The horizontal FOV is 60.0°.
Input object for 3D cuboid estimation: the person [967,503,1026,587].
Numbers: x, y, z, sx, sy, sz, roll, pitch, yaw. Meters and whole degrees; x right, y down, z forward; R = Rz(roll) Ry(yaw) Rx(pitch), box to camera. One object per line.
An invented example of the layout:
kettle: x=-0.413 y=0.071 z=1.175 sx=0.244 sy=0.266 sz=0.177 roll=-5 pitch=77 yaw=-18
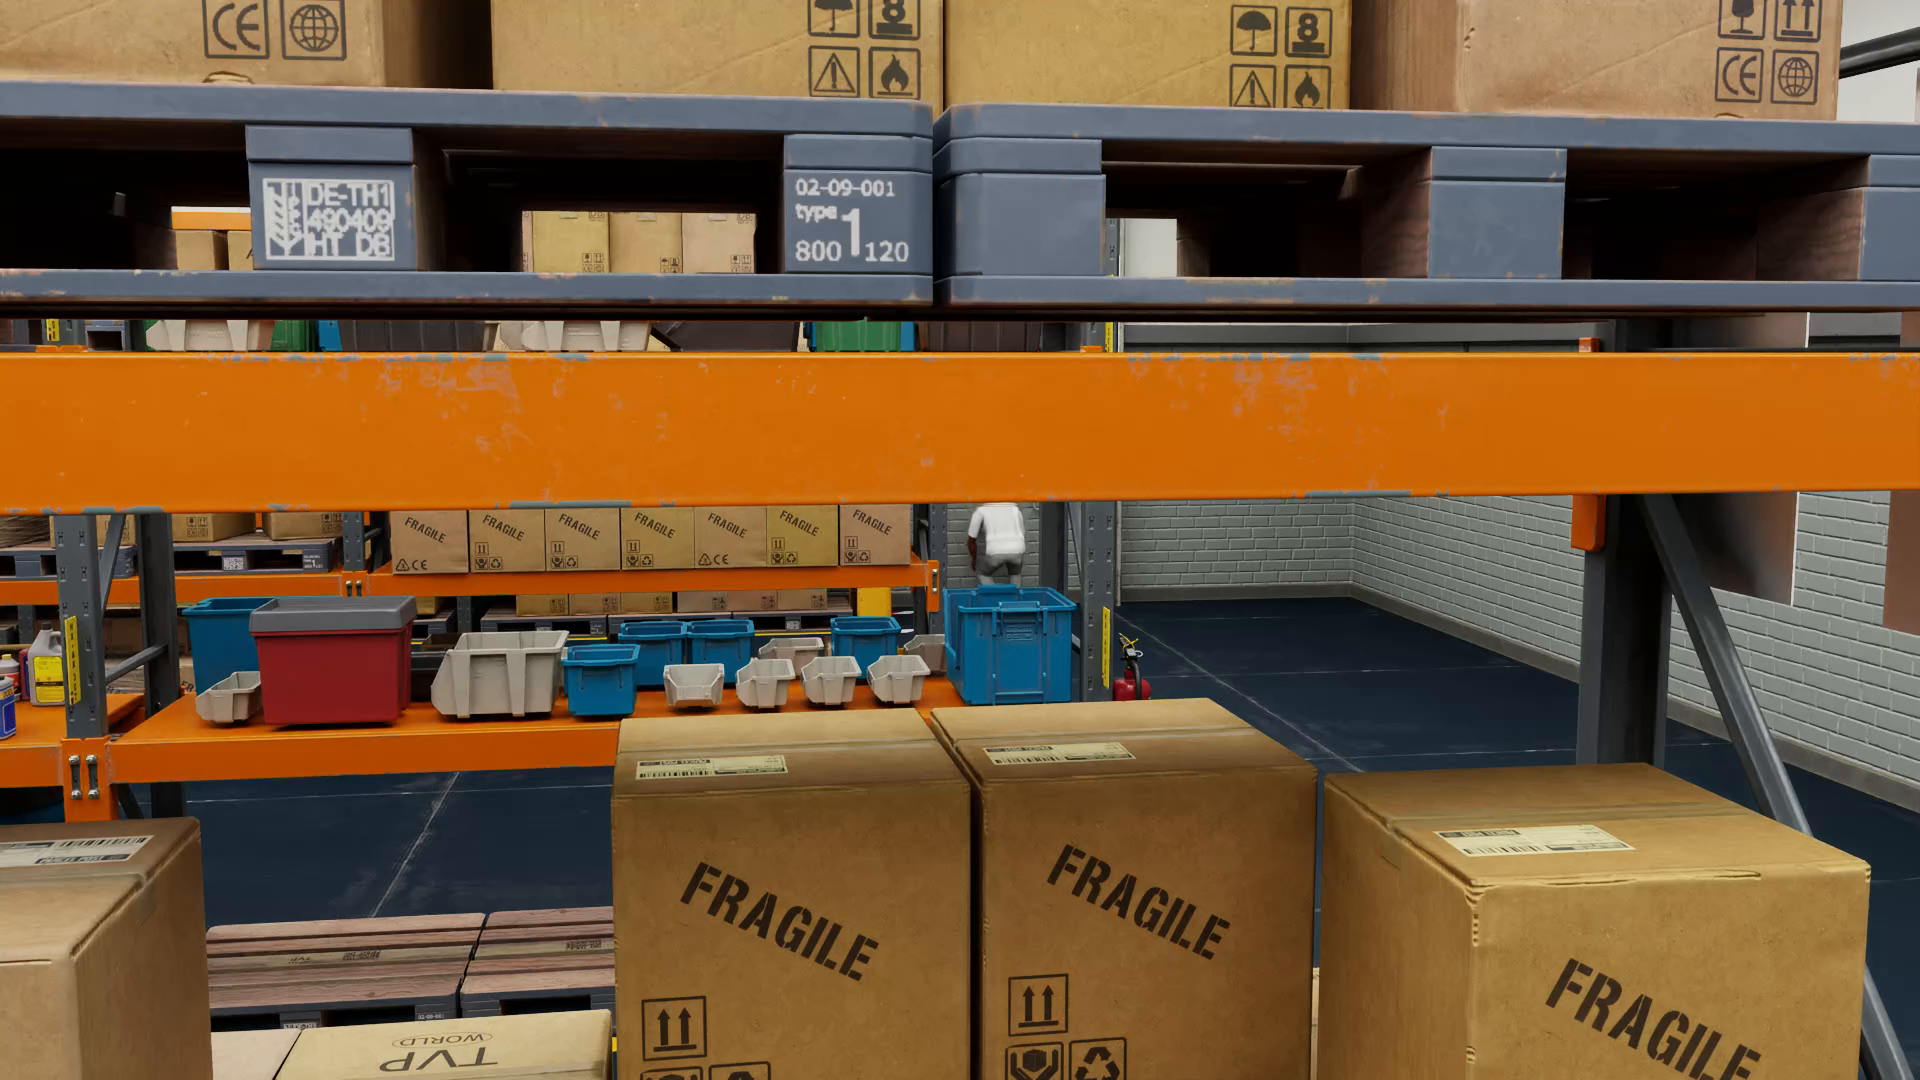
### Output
person: x=0.408 y=0.135 z=17.934 sx=0.629 sy=1.313 sz=0.805 roll=-1 pitch=7 yaw=-9
